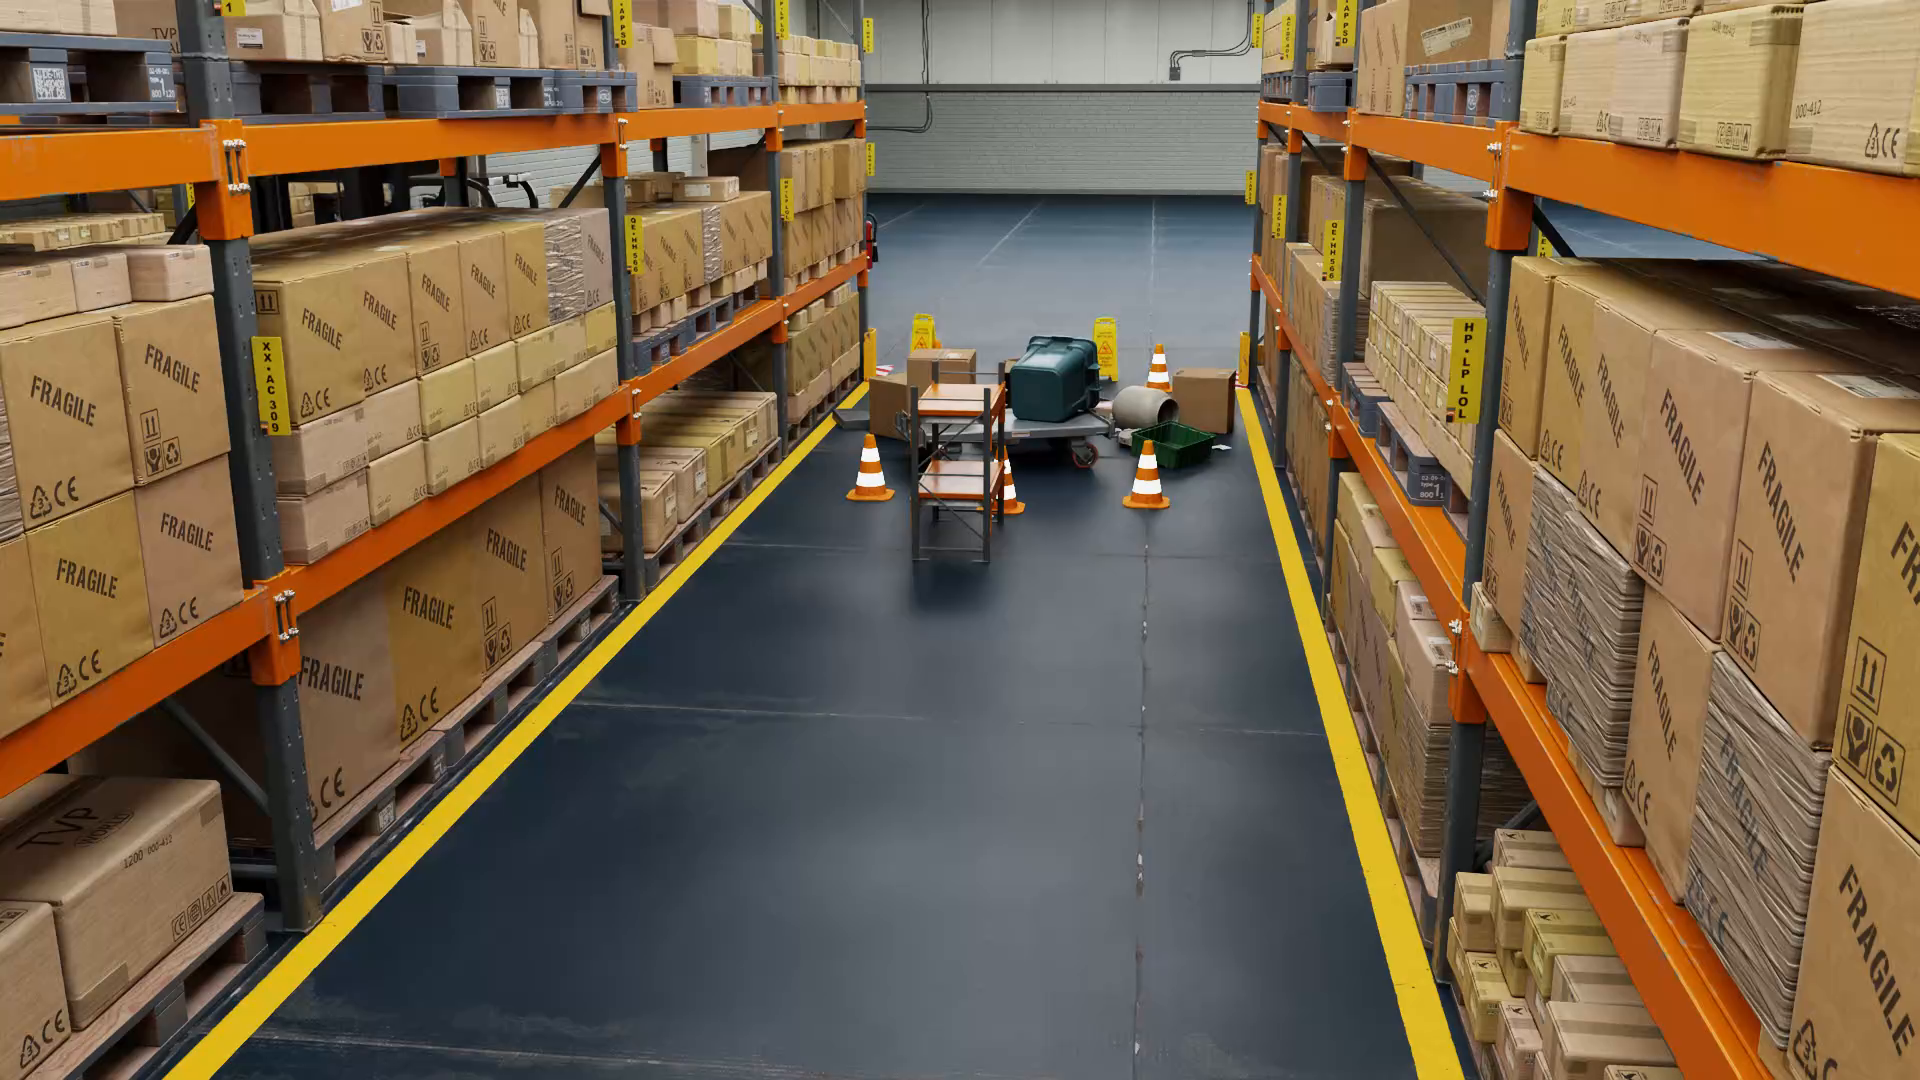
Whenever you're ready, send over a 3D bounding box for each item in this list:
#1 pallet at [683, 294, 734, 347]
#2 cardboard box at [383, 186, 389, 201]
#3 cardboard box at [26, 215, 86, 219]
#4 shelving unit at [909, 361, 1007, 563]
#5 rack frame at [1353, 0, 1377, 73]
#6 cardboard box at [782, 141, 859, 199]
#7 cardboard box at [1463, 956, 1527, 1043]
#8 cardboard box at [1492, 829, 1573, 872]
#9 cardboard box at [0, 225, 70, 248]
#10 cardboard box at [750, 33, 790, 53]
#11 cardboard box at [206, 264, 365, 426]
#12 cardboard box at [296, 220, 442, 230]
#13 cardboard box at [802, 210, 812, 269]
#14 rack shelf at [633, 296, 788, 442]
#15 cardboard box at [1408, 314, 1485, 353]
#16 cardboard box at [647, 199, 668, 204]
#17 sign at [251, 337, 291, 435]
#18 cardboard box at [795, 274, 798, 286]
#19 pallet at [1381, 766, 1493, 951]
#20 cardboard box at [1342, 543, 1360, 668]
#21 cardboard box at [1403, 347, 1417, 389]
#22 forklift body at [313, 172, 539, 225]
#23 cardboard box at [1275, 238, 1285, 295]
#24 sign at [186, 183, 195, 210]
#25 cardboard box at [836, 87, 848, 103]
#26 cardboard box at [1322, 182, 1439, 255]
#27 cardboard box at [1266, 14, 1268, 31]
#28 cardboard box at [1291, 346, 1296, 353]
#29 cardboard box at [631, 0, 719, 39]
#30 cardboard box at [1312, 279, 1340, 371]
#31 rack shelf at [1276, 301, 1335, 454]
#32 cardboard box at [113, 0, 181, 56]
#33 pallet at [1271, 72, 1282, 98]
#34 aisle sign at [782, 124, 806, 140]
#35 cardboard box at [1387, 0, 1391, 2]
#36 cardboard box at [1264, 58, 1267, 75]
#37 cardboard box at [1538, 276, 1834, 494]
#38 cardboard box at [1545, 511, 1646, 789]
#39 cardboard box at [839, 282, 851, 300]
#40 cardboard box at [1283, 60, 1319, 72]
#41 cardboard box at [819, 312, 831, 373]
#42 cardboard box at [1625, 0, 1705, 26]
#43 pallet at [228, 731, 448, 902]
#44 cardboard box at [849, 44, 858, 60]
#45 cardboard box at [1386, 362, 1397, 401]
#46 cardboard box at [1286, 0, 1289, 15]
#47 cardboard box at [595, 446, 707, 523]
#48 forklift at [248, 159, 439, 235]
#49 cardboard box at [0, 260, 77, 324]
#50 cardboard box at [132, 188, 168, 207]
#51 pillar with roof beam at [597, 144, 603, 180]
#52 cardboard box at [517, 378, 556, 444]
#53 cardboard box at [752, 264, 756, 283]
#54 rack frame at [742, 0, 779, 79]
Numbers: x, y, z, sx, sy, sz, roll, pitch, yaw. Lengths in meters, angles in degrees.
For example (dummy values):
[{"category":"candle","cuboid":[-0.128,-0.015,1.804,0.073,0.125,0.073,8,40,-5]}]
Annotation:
[{"category":"pallet","cuboid":[-2.185,-1.525,11.422,1.003,0.211,1.213,2,15,6]},{"category":"cardboard box","cuboid":[-6.159,-3.586,17.243,0.380,0.149,0.250,2,15,7]},{"category":"cardboard box","cuboid":[-7.184,-2.494,13.204,0.380,0.149,0.250,1,15,4]},{"category":"shelving unit","cuboid":[-0.001,-0.541,11.009,0.538,1.125,1.048,2,15,6]},{"category":"rack frame","cuboid":[2.562,-3.879,8.268,1.000,3.000,0.127,2,15,6]},{"category":"cardboard box","cuboid":[-1.326,-3.447,15.486,0.700,0.500,0.500,2,15,6]},{"category":"cardboard box","cuboid":[1.720,1.382,4.963,0.380,0.149,0.250,2,15,8]},{"category":"cardboard box","cuboid":[1.866,1.024,5.147,0.380,0.149,0.250,2,15,9]},{"category":"cardboard box","cuboid":[-6.782,-2.219,12.189,0.380,0.149,0.250,2,15,7]},{"category":"cardboard box","cuboid":[-1.557,-3.924,13.134,0.380,0.149,0.250,1,15,5]},{"category":"cardboard box","cuboid":[-2.484,-0.702,5.904,0.500,0.500,0.500,2,15,7]},{"category":"cardboard box","cuboid":[-2.787,-1.250,7.932,0.500,0.500,0.500,2,15,8]},{"category":"cardboard box","cuboid":[-1.557,-2.569,14.154,0.500,0.500,0.500,2,15,6]},{"category":"rack shelf","cuboid":[-2.142,-1.274,11.506,1.077,0.370,4.000,2,15,6]},{"category":"cardboard box","cuboid":[2.170,-0.897,7.269,0.380,0.149,0.250,2,15,8]},{"category":"cardboard box","cuboid":[-2.380,-2.164,11.852,0.500,0.500,0.500,2,15,6]},{"category":"sign","cuboid":[-2.268,-0.505,5.475,0.100,0.325,0.005,2,15,6]},{"category":"cardboard box","cuboid":[-1.586,-2.228,14.137,0.380,0.149,0.250,2,15,6]},{"category":"pallet","cuboid":[2.197,1.198,6.326,1.003,0.211,1.213,2,15,6]},{"category":"cardboard box","cuboid":[2.175,0.327,8.190,0.500,0.500,0.500,2,15,7]},{"category":"cardboard box","cuboid":[2.164,-0.755,7.314,0.380,0.149,0.250,2,15,6]},{"category":"forklift body","cuboid":[-4.799,-2.368,15.797,2.313,2.155,1.214,2,15,6]},{"category":"cardboard box","cuboid":[3.082,-2.332,13.754,0.875,0.550,0.550,2,15,6]},{"category":"sign","cuboid":[-6.309,-2.793,13.677,0.100,0.325,0.005,2,15,6]},{"category":"cardboard box","cuboid":[-1.287,-4.270,15.942,0.380,0.149,0.250,2,15,8]},{"category":"cardboard box","cuboid":[2.849,-2.158,11.289,0.700,0.500,0.500,2,15,7]},{"category":"cardboard box","cuboid":[3.081,-4.879,15.668,0.380,0.149,0.250,2,15,7]},{"category":"cardboard box","cuboid":[3.154,-1.359,13.706,0.875,0.875,0.875,2,15,7]},{"category":"cardboard box","cuboid":[-1.949,-3.540,11.287,0.500,0.250,0.500,2,15,7]},{"category":"cardboard box","cuboid":[2.403,-1.285,9.978,0.500,0.500,0.500,2,15,6]},{"category":"rack shelf","cuboid":[2.787,-1.155,11.064,1.077,0.370,4.000,2,15,6]},{"category":"cardboard box","cuboid":[-2.929,-1.908,6.091,0.500,0.311,0.500,2,15,6]},{"category":"pallet","cuboid":[3.256,-3.953,14.459,1.003,0.211,1.213,2,15,6]},{"category":"aisle sign","cuboid":[-1.766,-4.458,16.921,0.394,0.787,0.004,2,15,6]},{"category":"cardboard box","cuboid":[2.184,-2.618,7.694,0.396,0.266,0.258,2,15,6]},{"category":"cardboard box","cuboid":[3.079,-4.490,15.760,0.380,0.149,0.250,2,15,7]},{"category":"cardboard box","cuboid":[1.774,-0.376,4.127,0.500,0.500,0.500,1,15,5]},{"category":"cardboard box","cuboid":[1.663,0.242,3.761,0.500,0.500,0.500,1,15,5]},{"category":"cardboard box","cuboid":[-1.271,-2.415,16.132,0.380,0.149,0.250,2,15,8]},{"category":"cardboard box","cuboid":[2.792,-3.835,13.336,0.380,0.149,0.250,2,15,7]},{"category":"cardboard box","cuboid":[-1.473,-1.796,15.085,0.500,0.500,0.500,3,15,9]},{"category":"cardboard box","cuboid":[1.686,-1.186,3.384,0.500,0.250,0.500,2,15,7]},{"category":"pallet","cuboid":[-2.807,1.078,6.769,1.003,0.211,1.213,2,15,6]},{"category":"cardboard box","cuboid":[-1.210,-4.793,16.348,0.380,0.149,0.250,2,15,7]},{"category":"cardboard box","cuboid":[2.221,-0.745,7.847,0.380,0.149,0.250,2,15,9]},{"category":"cardboard box","cuboid":[2.795,-4.218,13.226,0.380,0.149,0.250,2,15,6]},{"category":"cardboard box","cuboid":[-2.219,-0.375,11.031,0.950,0.372,0.625,1,15,5]},{"category":"forklift","cuboid":[-4.438,-1.827,12.303,1.130,2.935,3.031,2,15,6]},{"category":"cardboard box","cuboid":[-2.713,-0.691,4.620,0.380,0.149,0.250,2,15,6]},{"category":"cardboard box","cuboid":[-7.044,-2.946,14.306,0.380,0.149,0.250,1,15,5]},{"category":"pillar with roof beam","cuboid":[-1.740,-9.050,27.392,9.100,9.000,0.400,2,15,6]},{"category":"cardboard box","cuboid":[-2.282,-0.628,8.027,0.500,0.250,0.500,2,15,6]},{"category":"cardboard box","cuboid":[-1.748,-2.012,12.534,0.380,0.149,0.250,1,15,5]},{"category":"rack frame","cuboid":[-1.917,-5.036,12.547,1.000,3.000,0.127,2,15,6]}]
